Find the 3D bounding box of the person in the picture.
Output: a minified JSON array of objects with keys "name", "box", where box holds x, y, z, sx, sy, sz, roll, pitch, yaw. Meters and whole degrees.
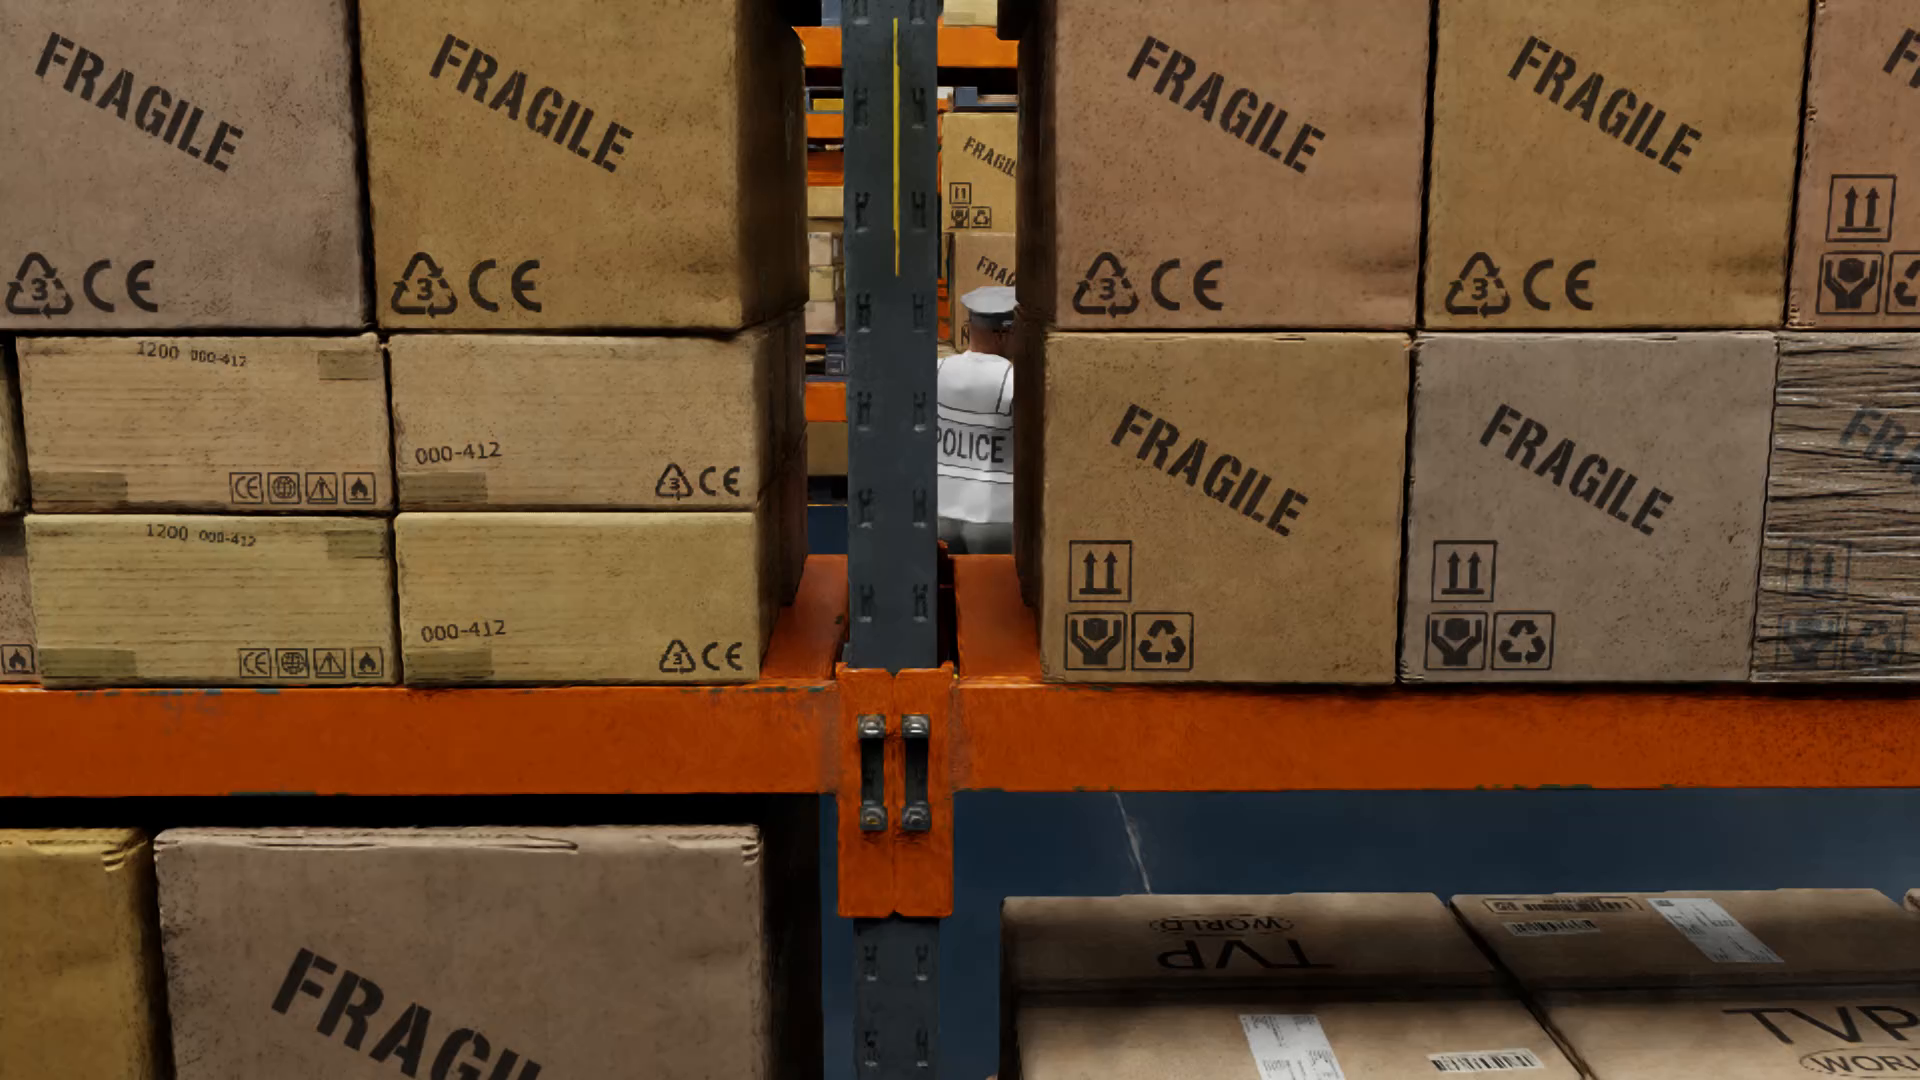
[{"name":"person","box":[0.029,-0.051,6.260,0.646,1.790,0.447,5,11,24]}]
